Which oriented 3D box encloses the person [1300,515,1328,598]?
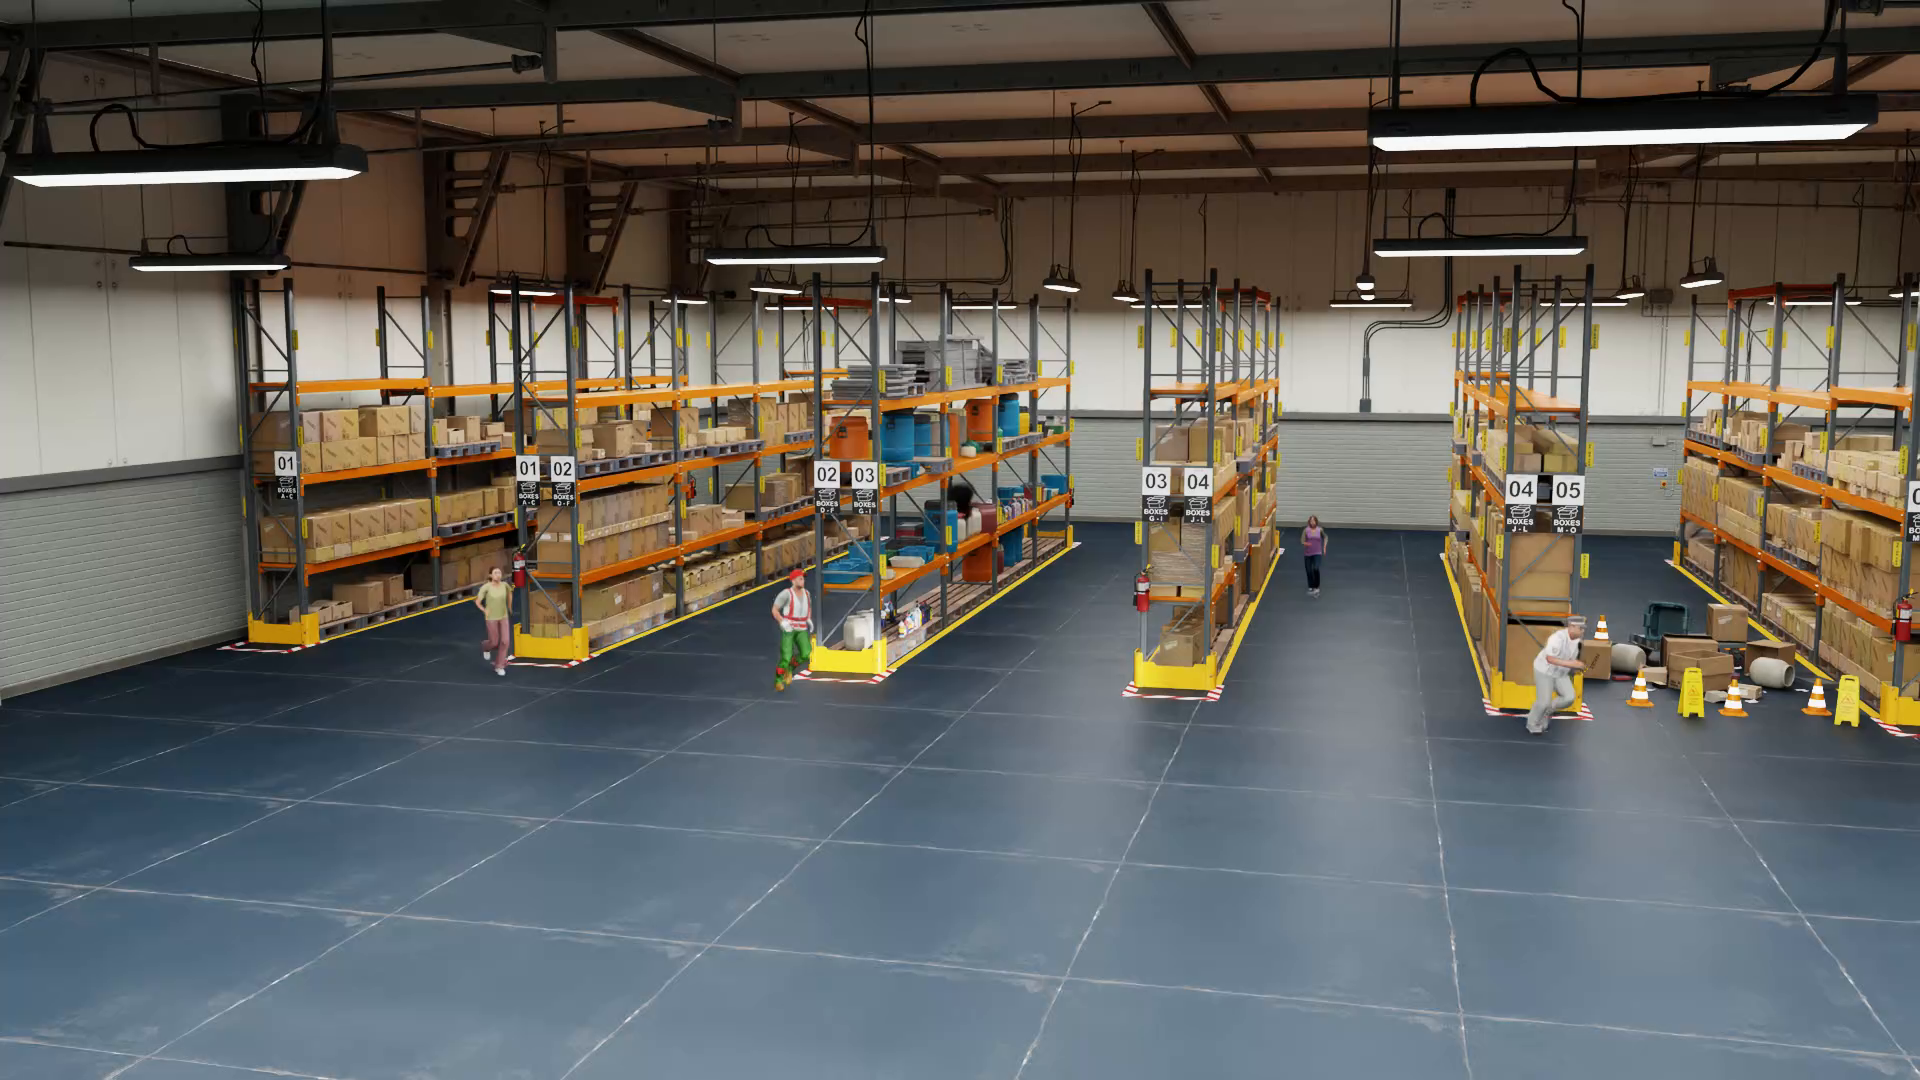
[{"bbox_3d":[6.904,0.316,32.502,0.509,1.604,0.667,2,7,18],"label":"person"}]

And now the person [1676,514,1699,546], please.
[{"bbox_3d":[16.876,-0.438,38.442,0.595,1.677,0.660,0,7,1],"label":"person"}]

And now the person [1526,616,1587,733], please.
[{"bbox_3d":[7.597,1.698,21.027,0.694,1.577,0.909,-4,8,-30],"label":"person"}]

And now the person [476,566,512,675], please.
[{"bbox_3d":[-7.041,1.195,25.211,0.598,1.650,0.720,-5,9,-37],"label":"person"}]

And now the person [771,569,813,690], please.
[{"bbox_3d":[-2.345,1.285,23.894,0.718,1.720,0.523,-5,9,-36],"label":"person"}]
